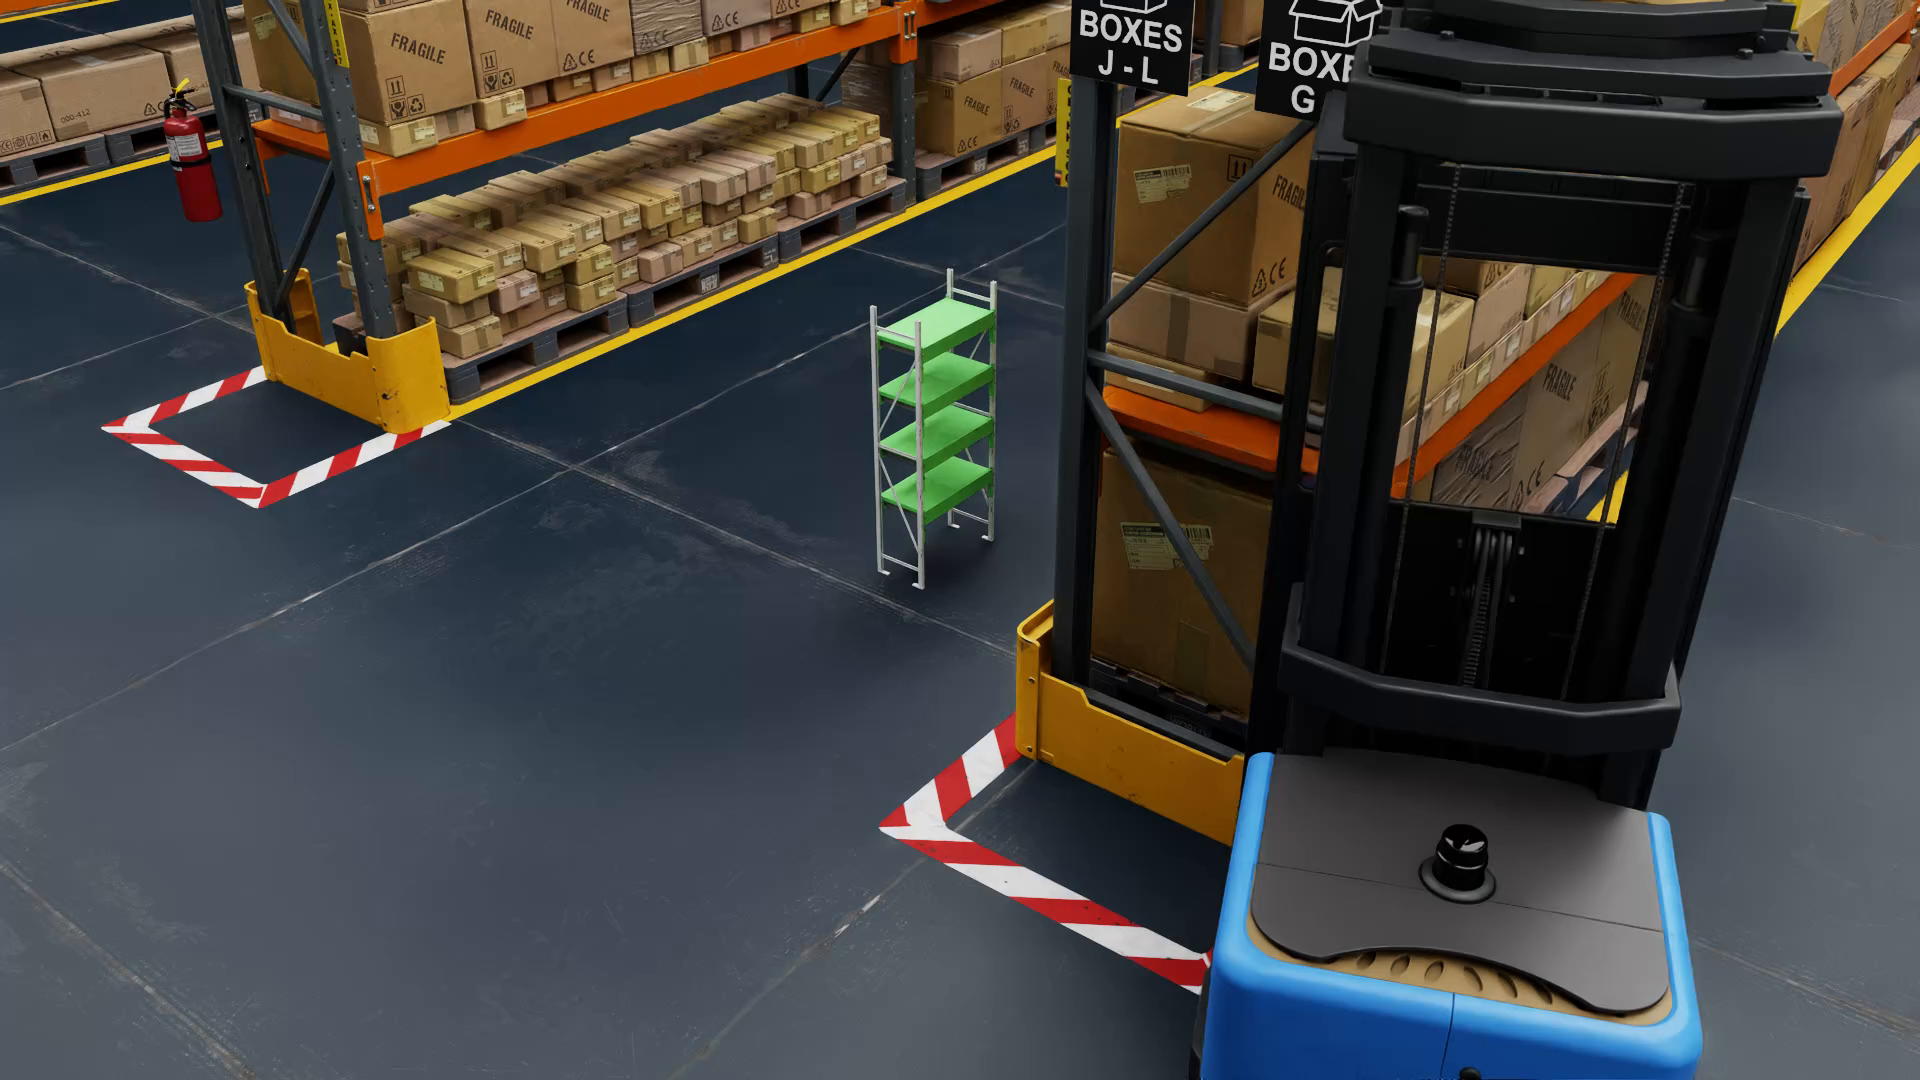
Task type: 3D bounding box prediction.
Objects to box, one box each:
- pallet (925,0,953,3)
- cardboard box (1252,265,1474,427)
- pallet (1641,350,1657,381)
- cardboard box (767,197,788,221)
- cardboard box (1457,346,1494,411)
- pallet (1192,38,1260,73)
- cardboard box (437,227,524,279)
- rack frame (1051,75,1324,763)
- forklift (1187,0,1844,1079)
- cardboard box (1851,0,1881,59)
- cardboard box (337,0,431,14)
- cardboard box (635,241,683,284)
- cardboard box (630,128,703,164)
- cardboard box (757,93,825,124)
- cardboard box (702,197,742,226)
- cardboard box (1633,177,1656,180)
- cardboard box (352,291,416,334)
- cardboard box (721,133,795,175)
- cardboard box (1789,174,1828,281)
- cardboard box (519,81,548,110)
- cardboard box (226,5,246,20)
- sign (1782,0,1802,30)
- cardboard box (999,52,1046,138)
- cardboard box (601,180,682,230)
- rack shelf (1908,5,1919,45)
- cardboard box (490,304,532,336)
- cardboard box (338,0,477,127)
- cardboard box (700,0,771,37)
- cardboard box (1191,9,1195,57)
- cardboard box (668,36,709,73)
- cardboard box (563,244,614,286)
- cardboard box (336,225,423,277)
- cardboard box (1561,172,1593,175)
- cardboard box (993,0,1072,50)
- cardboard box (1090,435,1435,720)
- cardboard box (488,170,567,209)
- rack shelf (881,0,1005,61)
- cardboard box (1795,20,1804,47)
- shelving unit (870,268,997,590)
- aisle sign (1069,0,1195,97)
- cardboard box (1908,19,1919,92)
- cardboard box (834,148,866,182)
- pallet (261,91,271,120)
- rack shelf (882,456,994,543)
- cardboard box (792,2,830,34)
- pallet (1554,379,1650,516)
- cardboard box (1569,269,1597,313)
[{"bbox_3d":[-0.146,-3.819,10.940,1.003,0.211,1.213,21,37,31],"label":"pallet"},{"bbox_3d":[1.261,-0.617,5.205,0.500,0.250,0.500,20,36,30],"label":"cardboard box"},{"bbox_3d":[3.576,-1.205,9.076,1.003,0.211,1.213,21,37,31],"label":"pallet"},{"bbox_3d":[-1.276,-2.049,10.149,0.380,0.149,0.250,20,36,30],"label":"cardboard box"},{"bbox_3d":[1.541,-0.586,5.542,0.380,0.149,0.250,20,36,30],"label":"cardboard box"},{"bbox_3d":[2.228,-4.359,14.398,1.003,0.211,1.213,21,37,31],"label":"pallet"},{"bbox_3d":[-2.480,-1.477,8.601,0.380,0.149,0.250,22,37,32],"label":"cardboard box"},{"bbox_3d":[0.756,-0.442,5.054,1.000,3.000,0.127,21,37,31],"label":"rack frame"},{"bbox_3d":[1.415,-0.090,4.527,1.130,2.935,3.031,8,31,13],"label":"forklift"},{"bbox_3d":[4.868,-3.047,9.351,0.500,0.500,0.500,20,36,30],"label":"cardboard box"},{"bbox_3d":[-2.655,-2.711,7.512,0.500,0.500,0.500,21,36,31],"label":"cardboard box"},{"bbox_3d":[-1.789,-1.590,9.376,0.380,0.149,0.250,19,36,29],"label":"cardboard box"},{"bbox_3d":[-1.781,-2.366,10.101,0.380,0.149,0.250,22,37,32],"label":"cardboard box"},{"bbox_3d":[-1.096,-2.769,10.781,0.380,0.149,0.250,23,38,33],"label":"cardboard box"},{"bbox_3d":[-1.506,-1.979,9.741,0.380,0.149,0.250,19,36,29],"label":"cardboard box"},{"bbox_3d":[2.495,-1.452,6.614,0.500,0.250,0.500,22,37,32],"label":"cardboard box"},{"bbox_3d":[-2.986,-1.242,8.788,0.380,0.149,0.250,22,37,32],"label":"cardboard box"},{"bbox_3d":[-1.216,-2.320,10.023,0.380,0.149,0.250,22,37,33],"label":"cardboard box"},{"bbox_3d":[4.079,-1.964,9.294,1.225,0.875,0.875,20,36,30],"label":"cardboard box"},{"bbox_3d":[-2.308,-2.289,8.416,0.380,0.149,0.250,23,38,33],"label":"cardboard box"},{"bbox_3d":[-5.195,-3.974,13.115,0.875,0.438,0.875,21,36,31],"label":"cardboard box"},{"bbox_3d":[3.614,-2.304,7.269,0.100,0.325,0.005,21,37,31],"label":"sign"},{"bbox_3d":[0.253,-3.175,11.705,0.500,0.500,0.500,23,38,33],"label":"cardboard box"},{"bbox_3d":[-1.772,-1.869,9.263,0.380,0.149,0.250,22,37,32],"label":"cardboard box"},{"bbox_3d":[6.792,-4.197,12.096,1.077,0.370,4.000,21,37,31],"label":"rack shelf"},{"bbox_3d":[-2.473,-1.210,8.734,0.380,0.149,0.250,21,37,31],"label":"cardboard box"},{"bbox_3d":[-2.646,-2.278,7.762,0.500,0.500,0.500,23,38,33],"label":"cardboard box"},{"bbox_3d":[-1.405,-3.110,9.166,0.500,0.500,0.500,21,37,31],"label":"cardboard box"},{"bbox_3d":[1.503,-4.019,13.129,0.500,0.500,0.500,21,37,31],"label":"cardboard box"},{"bbox_3d":[-1.595,-2.682,9.079,0.380,0.149,0.250,22,37,32],"label":"cardboard box"},{"bbox_3d":[-2.088,-1.517,8.960,0.380,0.149,0.250,22,37,33],"label":"cardboard box"},{"bbox_3d":[-3.020,-1.513,8.661,0.380,0.149,0.250,22,37,32],"label":"cardboard box"},{"bbox_3d":[1.871,-1.356,5.715,0.500,0.500,0.500,20,36,30],"label":"cardboard box"},{"bbox_3d":[0.565,-3.705,11.865,0.500,0.250,0.500,23,37,33],"label":"cardboard box"},{"bbox_3d":[1.078,0.007,5.969,0.875,0.875,0.875,21,37,31],"label":"cardboard box"},{"bbox_3d":[-2.443,-1.954,9.405,0.380,0.149,0.250,23,37,33],"label":"cardboard box"},{"bbox_3d":[0.484,-4.139,11.997,1.077,0.370,4.000,21,37,31],"label":"rack shelf"},{"bbox_3d":[3.647,-2.221,7.957,0.500,0.500,0.500,21,37,31],"label":"cardboard box"},{"bbox_3d":[-0.100,-0.449,6.831,0.258,1.200,0.503,21,37,31],"label":"shelving unit"},{"bbox_3d":[0.473,-1.623,4.497,0.394,0.787,0.004,21,37,31],"label":"aisle sign"},{"bbox_3d":[6.971,-3.775,12.698,0.700,0.500,0.500,18,35,27],"label":"cardboard box"},{"bbox_3d":[-0.813,-2.378,10.413,0.380,0.149,0.250,19,36,29],"label":"cardboard box"},{"bbox_3d":[-5.252,-3.633,13.173,1.003,0.211,1.213,21,37,31],"label":"pallet"},{"bbox_3d":[-0.100,-0.187,6.986,0.258,0.148,0.480,21,37,31],"label":"rack shelf"},{"bbox_3d":[-0.986,-3.111,9.803,0.380,0.149,0.250,23,37,33],"label":"cardboard box"},{"bbox_3d":[2.649,-0.583,8.027,1.003,0.211,1.213,21,37,31],"label":"pallet"},{"bbox_3d":[2.161,-1.002,6.245,0.380,0.149,0.250,20,36,30],"label":"cardboard box"}]
